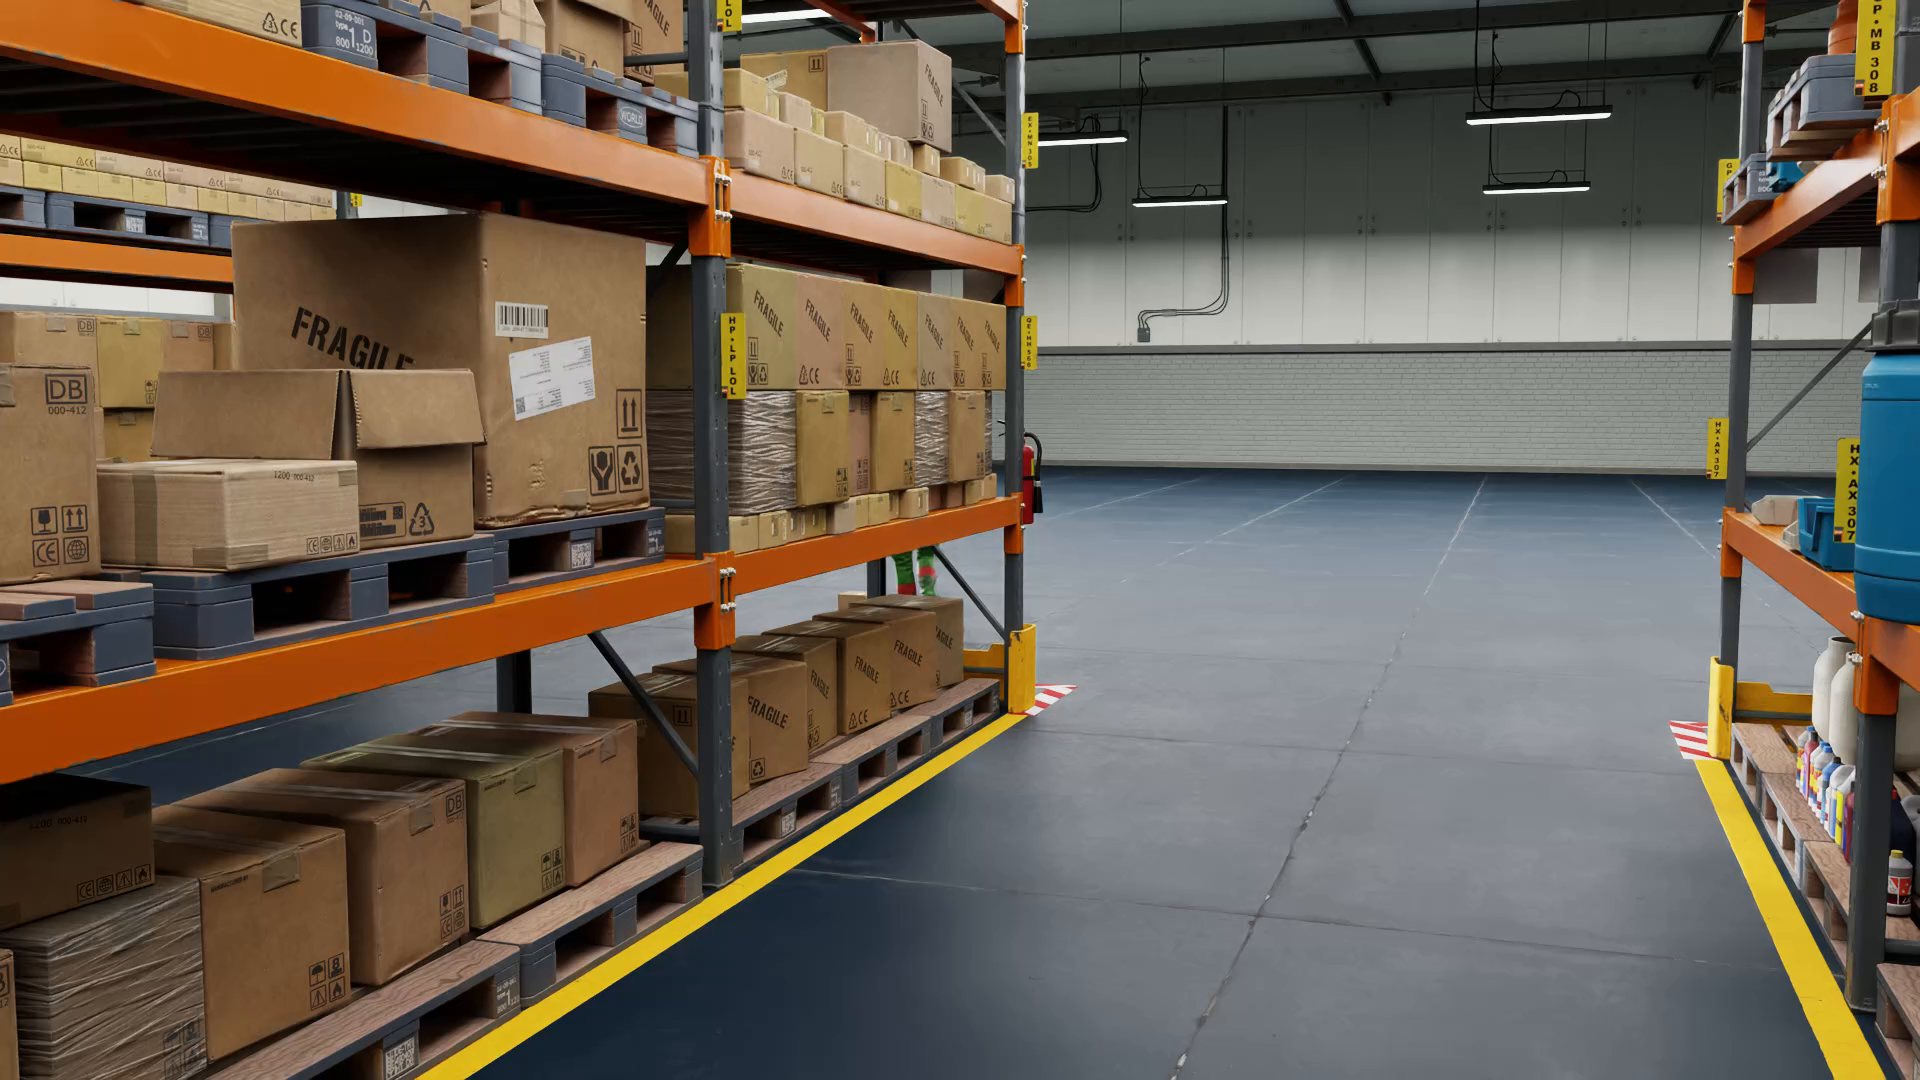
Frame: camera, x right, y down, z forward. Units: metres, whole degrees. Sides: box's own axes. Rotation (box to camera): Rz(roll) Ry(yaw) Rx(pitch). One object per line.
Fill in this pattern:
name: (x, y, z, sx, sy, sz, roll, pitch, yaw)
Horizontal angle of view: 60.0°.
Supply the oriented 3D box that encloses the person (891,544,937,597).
person: (-0.405, -0.181, 13.534, 0.599, 1.781, 0.452, -2, 5, -18)
